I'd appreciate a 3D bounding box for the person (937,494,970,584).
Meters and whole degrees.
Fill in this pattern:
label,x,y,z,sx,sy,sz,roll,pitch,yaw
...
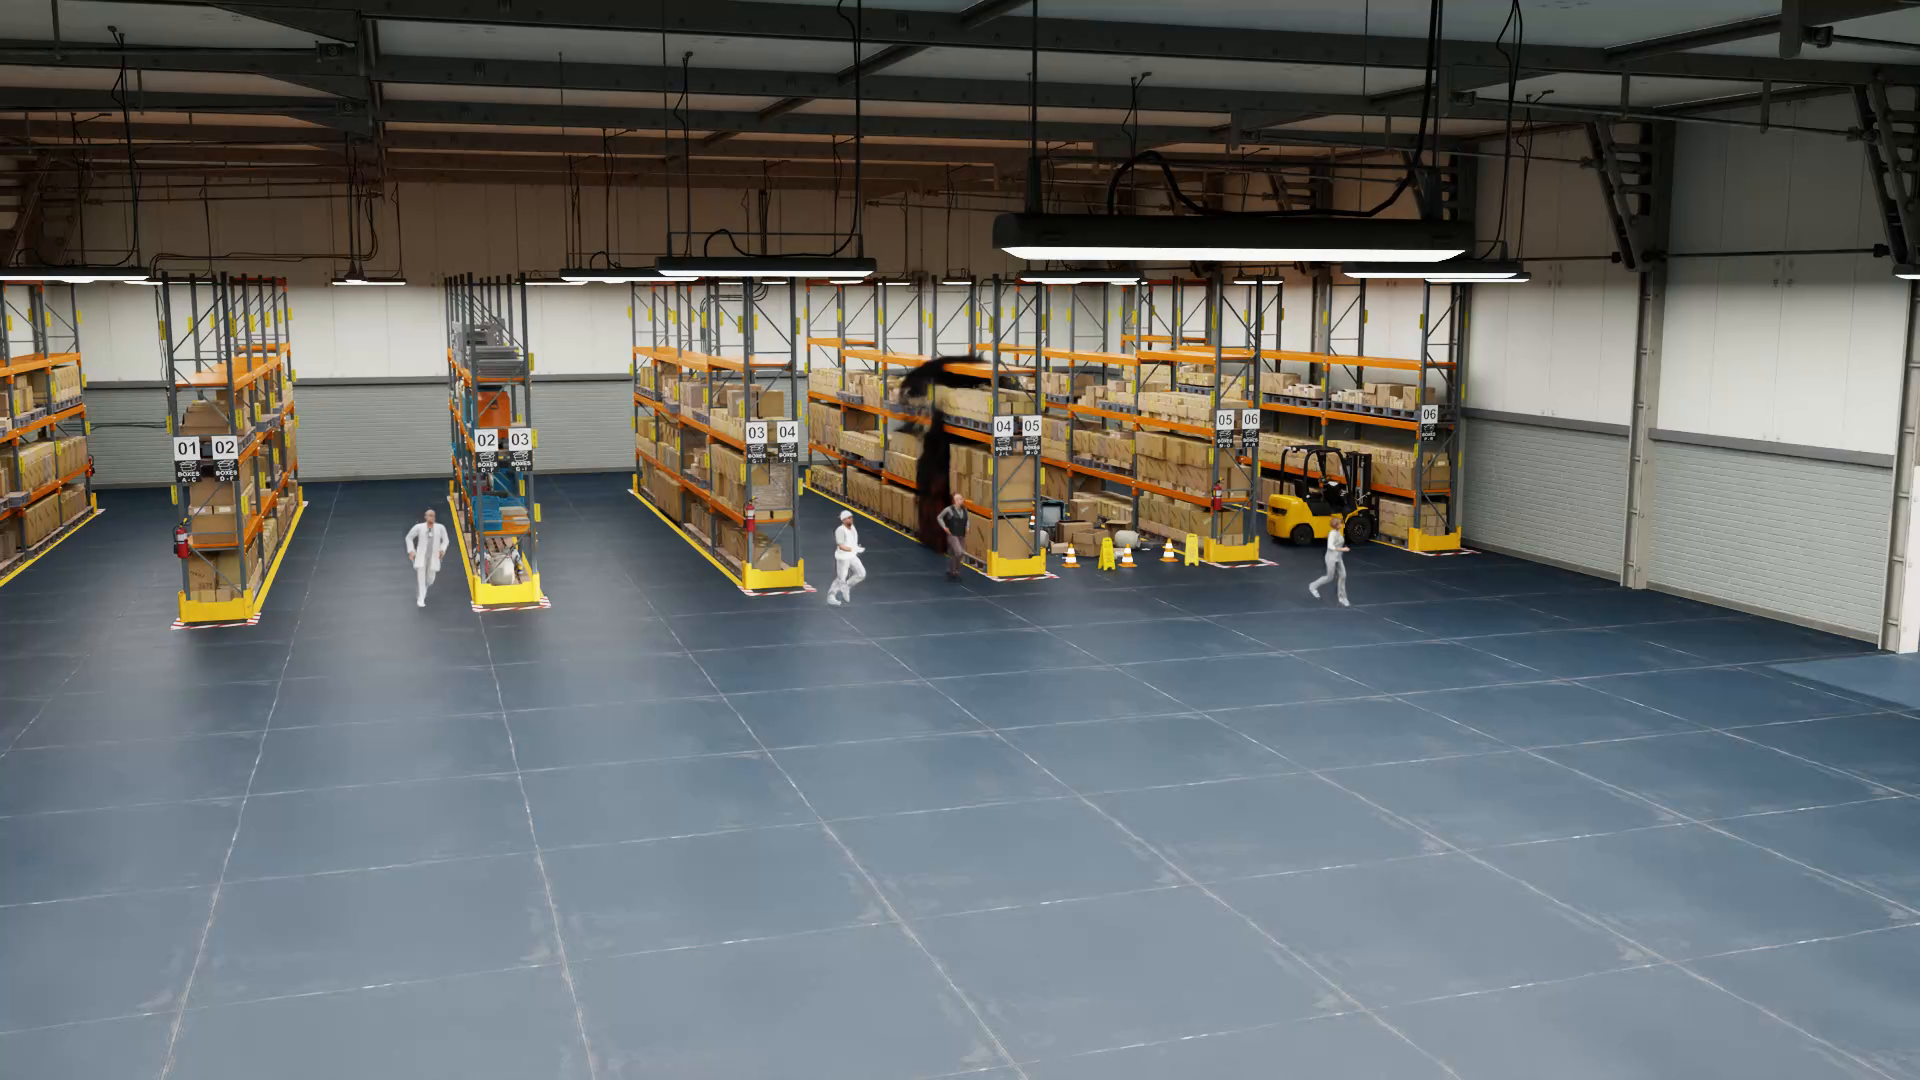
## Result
label,x,y,z,sx,sy,sz,roll,pitch,yaw
person,-0.070,-0.032,32.700,0.661,1.753,0.717,-7,11,-39

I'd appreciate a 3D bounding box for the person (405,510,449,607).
label,x,y,z,sx,sy,sz,roll,pitch,yaw
person,-9.742,0.312,30.448,0.755,1.740,0.684,-4,9,-24

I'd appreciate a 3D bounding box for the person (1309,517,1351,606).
label,x,y,z,sx,sy,sz,roll,pitch,yaw
person,6.768,0.387,30.346,0.826,1.641,0.569,5,10,32

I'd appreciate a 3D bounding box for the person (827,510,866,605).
label,x,y,z,sx,sy,sz,roll,pitch,yaw
person,-2.025,0.313,30.129,0.805,1.731,0.705,5,10,28
